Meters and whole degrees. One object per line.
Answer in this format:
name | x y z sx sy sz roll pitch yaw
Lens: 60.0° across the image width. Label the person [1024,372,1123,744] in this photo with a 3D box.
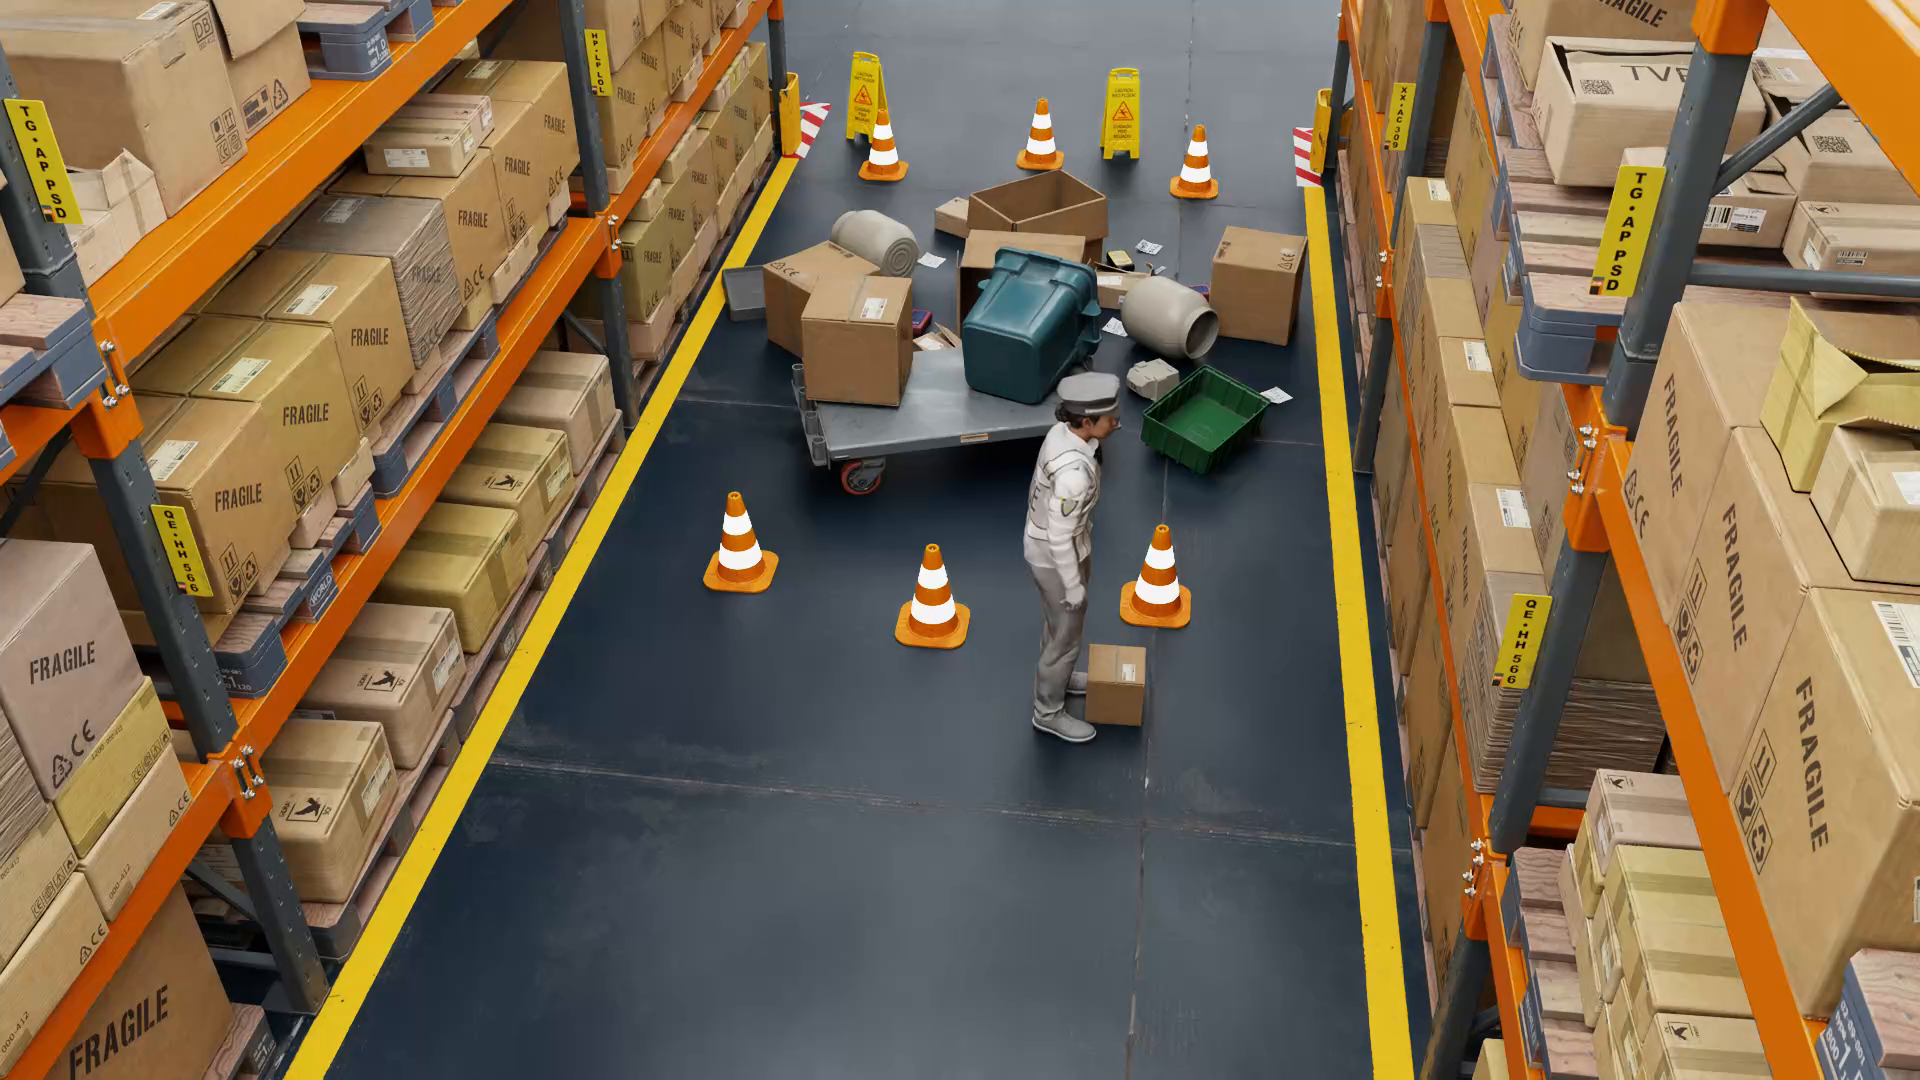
person | 0.453 0.057 6.958 0.377 1.663 0.538 4 36 5
